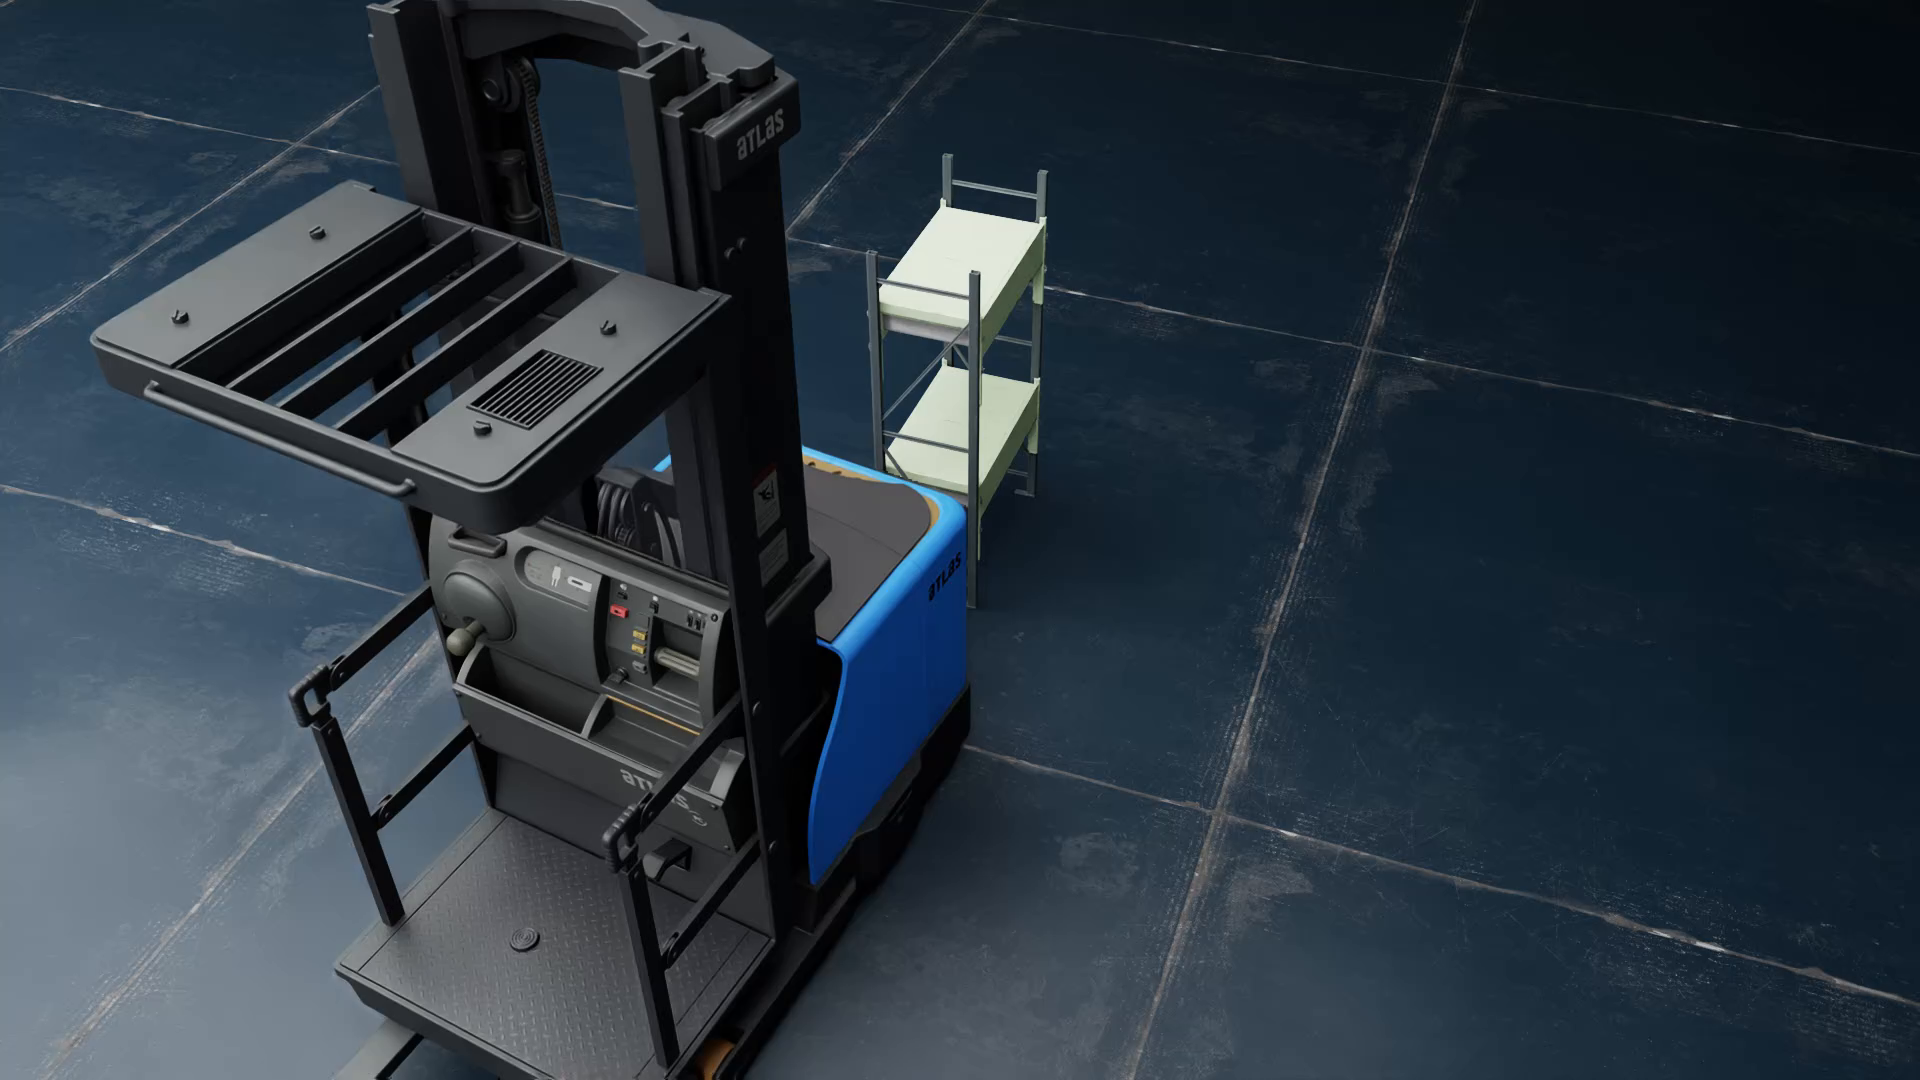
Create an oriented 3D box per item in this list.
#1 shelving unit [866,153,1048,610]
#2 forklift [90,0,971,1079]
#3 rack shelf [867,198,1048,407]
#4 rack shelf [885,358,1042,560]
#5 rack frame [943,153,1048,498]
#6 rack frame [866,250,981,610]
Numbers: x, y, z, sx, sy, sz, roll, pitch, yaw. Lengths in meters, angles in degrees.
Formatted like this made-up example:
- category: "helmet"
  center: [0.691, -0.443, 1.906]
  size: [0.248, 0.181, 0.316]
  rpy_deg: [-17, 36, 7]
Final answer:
- category: "shelving unit"
  center: [0.002, -0.575, 6.268]
  size: [0.431, 1.500, 0.755]
  rpy_deg: [13, 42, 15]
- category: "forklift"
  center: [-1.105, 0.272, 4.173]
  size: [1.130, 2.935, 3.031]
  rpy_deg: [19, 44, 21]
- category: "rack shelf"
  center: [0.002, -0.872, 6.015]
  size: [0.431, 0.370, 0.720]
  rpy_deg: [13, 42, 15]
- category: "rack shelf"
  center: [0.002, -0.327, 6.480]
  size: [0.431, 0.370, 0.720]
  rpy_deg: [13, 42, 15]
- category: "rack frame"
  center: [0.127, -0.798, 6.530]
  size: [0.400, 1.500, 0.023]
  rpy_deg: [13, 42, 15]
- category: "rack frame"
  center: [-0.123, -0.351, 6.006]
  size: [0.400, 1.500, 0.023]
  rpy_deg: [13, 42, 15]
